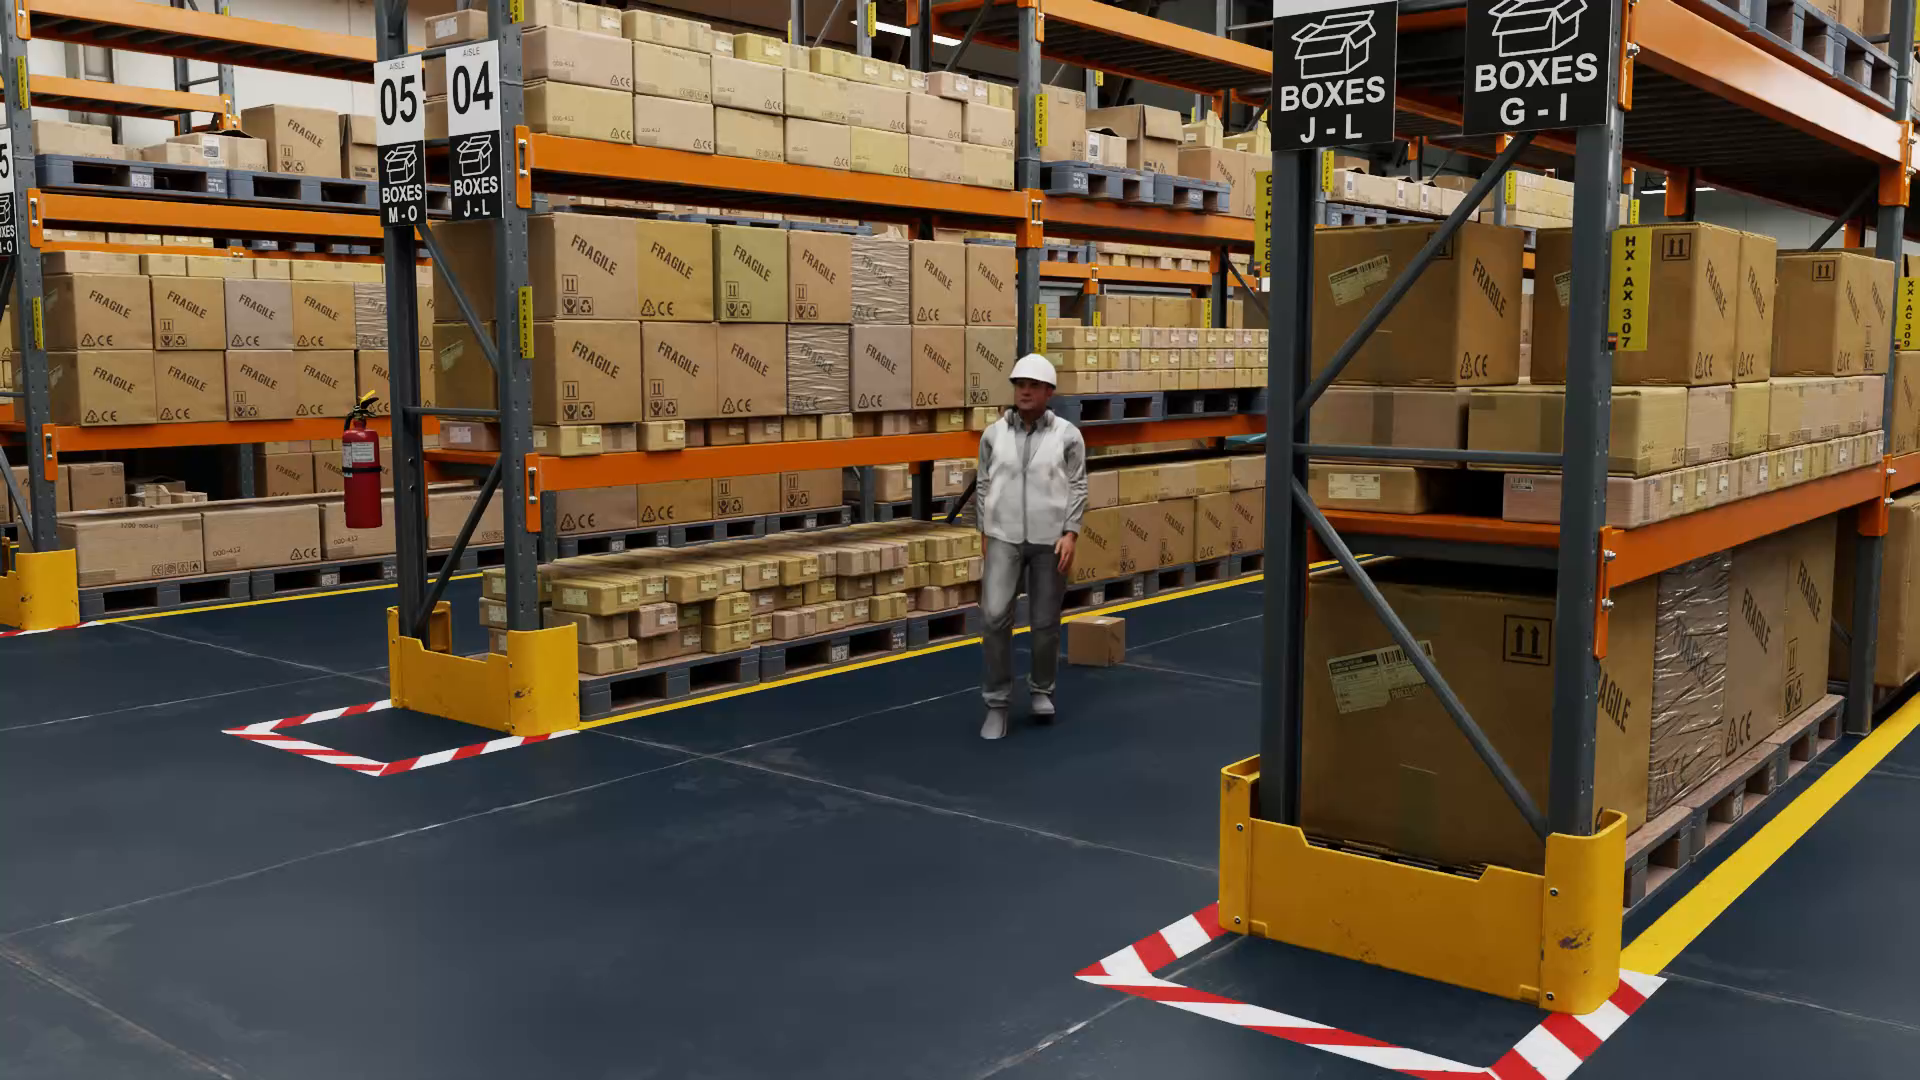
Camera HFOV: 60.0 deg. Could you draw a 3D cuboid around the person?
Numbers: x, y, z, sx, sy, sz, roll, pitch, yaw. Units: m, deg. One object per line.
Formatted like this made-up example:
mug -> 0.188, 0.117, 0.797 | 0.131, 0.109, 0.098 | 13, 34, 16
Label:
person -> 0.334, 0.035, 7.940 | 0.551, 1.830, 0.629 | 1, 7, 9
